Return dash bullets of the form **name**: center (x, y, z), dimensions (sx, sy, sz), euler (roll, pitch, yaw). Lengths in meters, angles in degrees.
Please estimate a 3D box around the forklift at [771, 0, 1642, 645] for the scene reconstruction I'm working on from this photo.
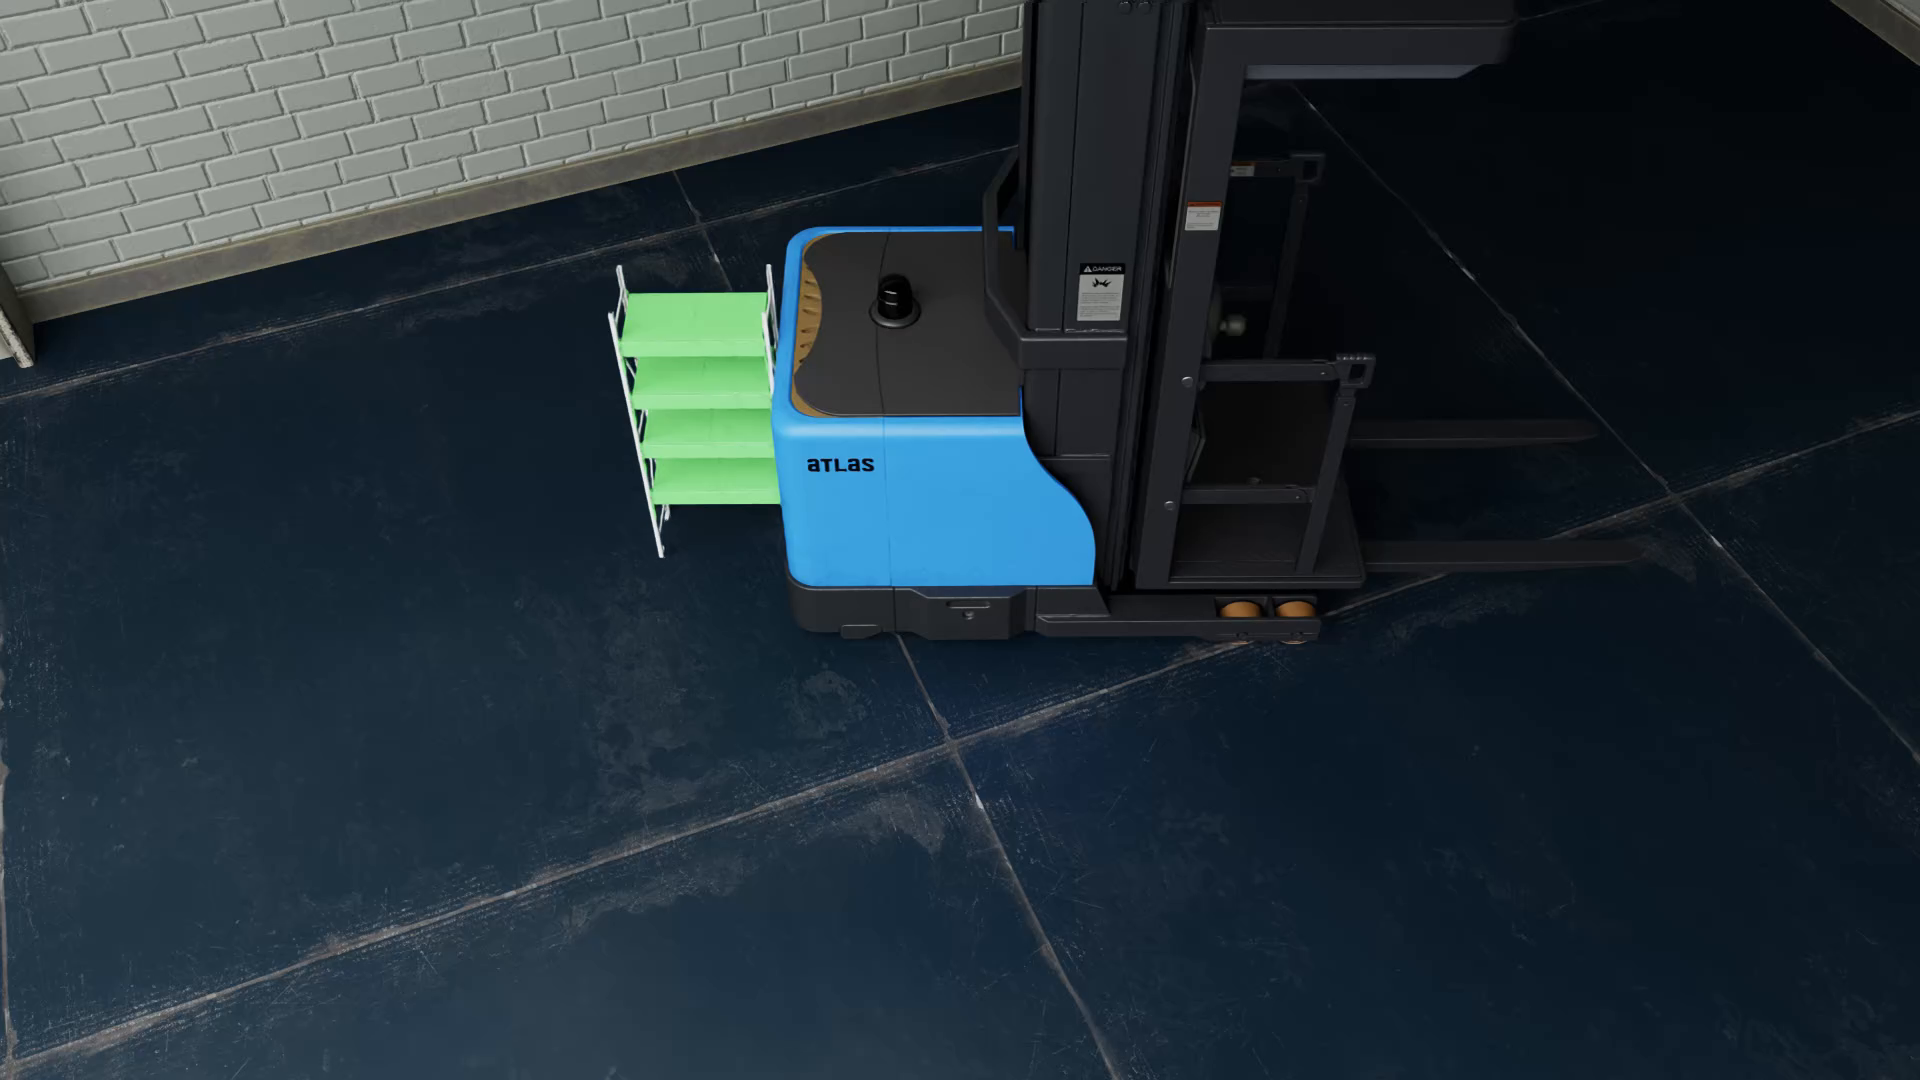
- **forklift**: center (0.905, -0.988, 5.167), dimensions (3.031, 2.935, 1.130), euler (0, 49, 0)

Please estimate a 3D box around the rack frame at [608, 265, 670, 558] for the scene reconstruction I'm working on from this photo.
- **rack frame**: center (-1.113, -0.416, 5.817), dimensions (0.015, 1.200, 0.240), euler (0, 49, 0)

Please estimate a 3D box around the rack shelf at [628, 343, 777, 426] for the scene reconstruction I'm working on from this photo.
- **rack shelf**: center (-0.869, -0.533, 5.684), dimensions (0.480, 0.148, 0.258), euler (0, 49, 0)

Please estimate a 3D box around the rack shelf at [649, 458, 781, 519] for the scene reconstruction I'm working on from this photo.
- **rack shelf**: center (-0.869, -0.220, 6.048), dimensions (0.480, 0.148, 0.258), euler (0, 49, 0)

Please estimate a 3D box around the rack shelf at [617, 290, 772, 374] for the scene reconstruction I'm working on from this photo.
- **rack shelf**: center (-0.869, -0.689, 5.502), dimensions (0.480, 0.148, 0.258), euler (0, 49, 0)

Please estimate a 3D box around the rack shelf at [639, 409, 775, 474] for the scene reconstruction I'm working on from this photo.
- **rack shelf**: center (-0.869, -0.376, 5.866), dimensions (0.480, 0.148, 0.258), euler (0, 49, 0)

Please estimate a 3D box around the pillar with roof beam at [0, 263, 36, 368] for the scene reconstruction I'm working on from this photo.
- **pillar with roof beam**: center (-2.436, -0.683, 0.905), dimensions (0.400, 9.000, 9.100), euler (-17, 52, -14)

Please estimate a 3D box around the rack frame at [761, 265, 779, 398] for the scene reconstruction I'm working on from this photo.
- **rack frame**: center (-0.625, -0.419, 5.819), dimensions (0.015, 1.200, 0.240), euler (0, 49, 0)

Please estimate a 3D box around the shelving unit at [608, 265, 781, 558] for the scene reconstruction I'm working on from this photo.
- **shelving unit**: center (-0.869, -0.418, 5.818), dimensions (0.503, 1.200, 0.258), euler (0, 49, 0)
